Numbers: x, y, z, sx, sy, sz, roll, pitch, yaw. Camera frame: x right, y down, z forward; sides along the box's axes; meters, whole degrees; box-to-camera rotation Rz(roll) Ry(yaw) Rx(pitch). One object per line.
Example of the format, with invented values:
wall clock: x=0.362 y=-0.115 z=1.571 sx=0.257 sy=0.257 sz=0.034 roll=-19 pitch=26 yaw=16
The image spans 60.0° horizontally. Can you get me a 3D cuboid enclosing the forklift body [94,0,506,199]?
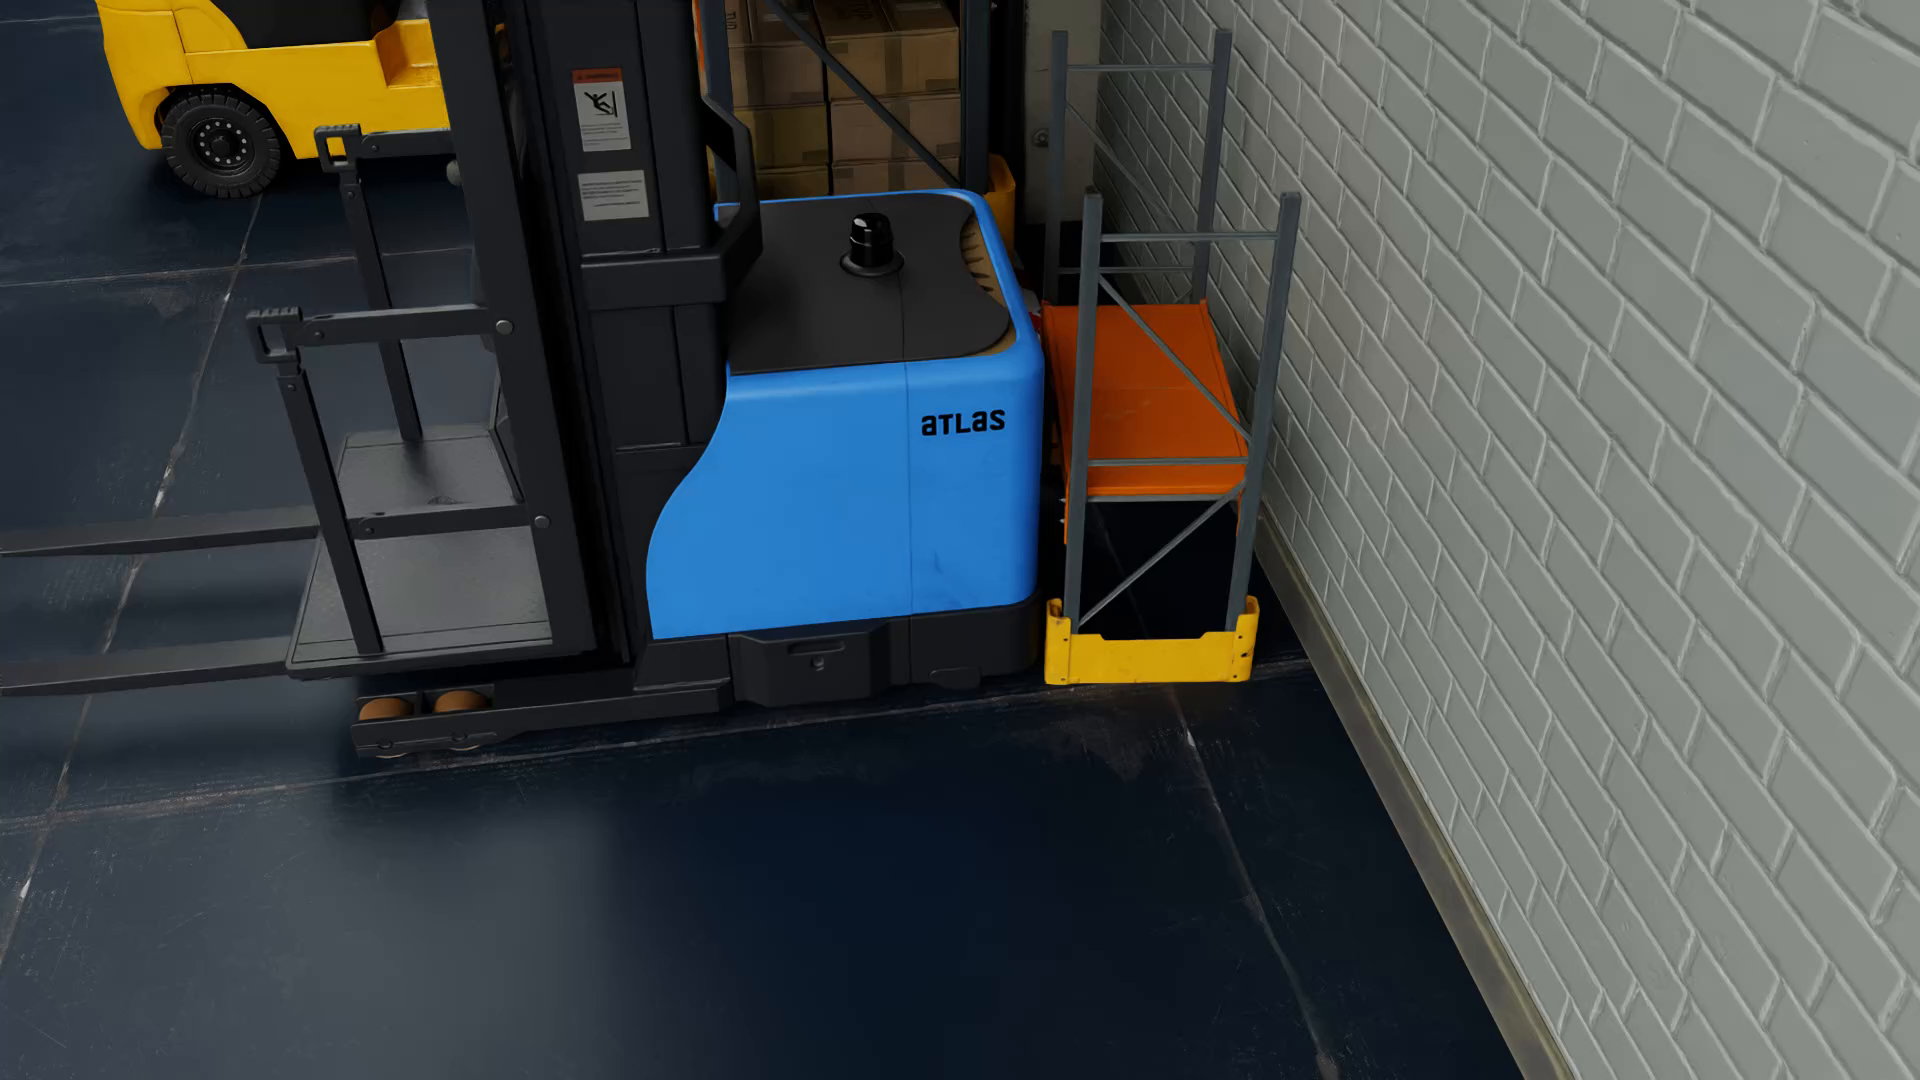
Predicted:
forklift body: x=-2.524 y=-2.733 z=7.014 sx=2.313 sy=2.155 sz=1.214 roll=-6 pitch=38 yaw=-8

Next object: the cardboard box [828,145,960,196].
cardboard box: x=-0.289 y=-1.516 z=6.656 sx=0.500 sy=0.250 sz=0.500 roll=-6 pitch=38 yaw=-8

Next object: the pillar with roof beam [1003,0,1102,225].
pillar with roof beam: x=-3.868 y=-4.542 z=3.762 sx=9.100 sy=9.000 sz=0.400 roll=-6 pitch=38 yaw=-8

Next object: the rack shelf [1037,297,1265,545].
rack shelf: x=0.521 y=-0.369 z=4.796 sx=0.538 sy=0.185 sz=1.000 roll=-1 pitch=38 yaw=-1

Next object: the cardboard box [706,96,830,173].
cardboard box: x=-0.788 y=-1.657 z=6.429 sx=0.500 sy=0.250 sz=0.500 roll=-7 pitch=38 yaw=-9

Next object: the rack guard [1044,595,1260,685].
rack guard: x=0.535 y=0.282 z=4.683 sx=0.587 sy=0.250 sz=0.087 roll=-1 pitch=38 yaw=-1

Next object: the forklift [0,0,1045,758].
forklift: x=-1.336 y=-0.916 z=4.040 sx=3.031 sy=2.935 sz=1.130 roll=-5 pitch=38 yaw=-7

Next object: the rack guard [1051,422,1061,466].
rack guard: x=0.508 y=-0.329 z=5.469 sx=0.587 sy=0.250 sz=0.087 roll=-1 pitch=38 yaw=-1

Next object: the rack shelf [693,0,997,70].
rack shelf: x=-0.746 y=-3.043 z=7.308 sx=1.077 sy=0.370 sz=4.000 roll=-6 pitch=38 yaw=-8

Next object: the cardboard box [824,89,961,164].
cardboard box: x=-0.273 y=-1.702 z=6.488 sx=0.500 sy=0.250 sz=0.500 roll=-6 pitch=38 yaw=-7

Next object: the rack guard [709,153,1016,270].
rack guard: x=-0.391 y=-1.117 z=6.280 sx=1.175 sy=0.500 sz=0.348 roll=-6 pitch=38 yaw=-8

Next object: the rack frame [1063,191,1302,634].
rack frame: x=0.535 y=-0.199 z=4.284 sx=0.500 sy=1.500 sz=0.032 roll=-1 pitch=38 yaw=-1

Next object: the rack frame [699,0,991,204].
rack frame: x=-0.395 y=-2.119 z=5.532 sx=1.000 sy=3.000 sz=0.127 roll=-6 pitch=38 yaw=-8

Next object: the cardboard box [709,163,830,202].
cardboard box: x=-0.789 y=-1.449 z=6.568 sx=0.500 sy=0.250 sz=0.500 roll=-6 pitch=38 yaw=-8

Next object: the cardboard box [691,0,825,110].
cardboard box: x=-0.783 y=-1.838 z=6.255 sx=0.500 sy=0.250 sz=0.500 roll=-5 pitch=38 yaw=-6

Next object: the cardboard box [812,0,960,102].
cardboard box: x=-0.293 y=-1.904 z=6.340 sx=0.500 sy=0.250 sz=0.500 roll=-7 pitch=38 yaw=-9

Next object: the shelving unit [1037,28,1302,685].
shelving unit: x=0.521 y=-0.517 z=4.693 sx=0.587 sy=1.500 sz=1.083 roll=-1 pitch=38 yaw=-1

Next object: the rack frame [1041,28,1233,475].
rack frame: x=0.508 y=-0.823 z=5.087 sx=0.500 sy=1.500 sz=0.032 roll=-1 pitch=38 yaw=-1
